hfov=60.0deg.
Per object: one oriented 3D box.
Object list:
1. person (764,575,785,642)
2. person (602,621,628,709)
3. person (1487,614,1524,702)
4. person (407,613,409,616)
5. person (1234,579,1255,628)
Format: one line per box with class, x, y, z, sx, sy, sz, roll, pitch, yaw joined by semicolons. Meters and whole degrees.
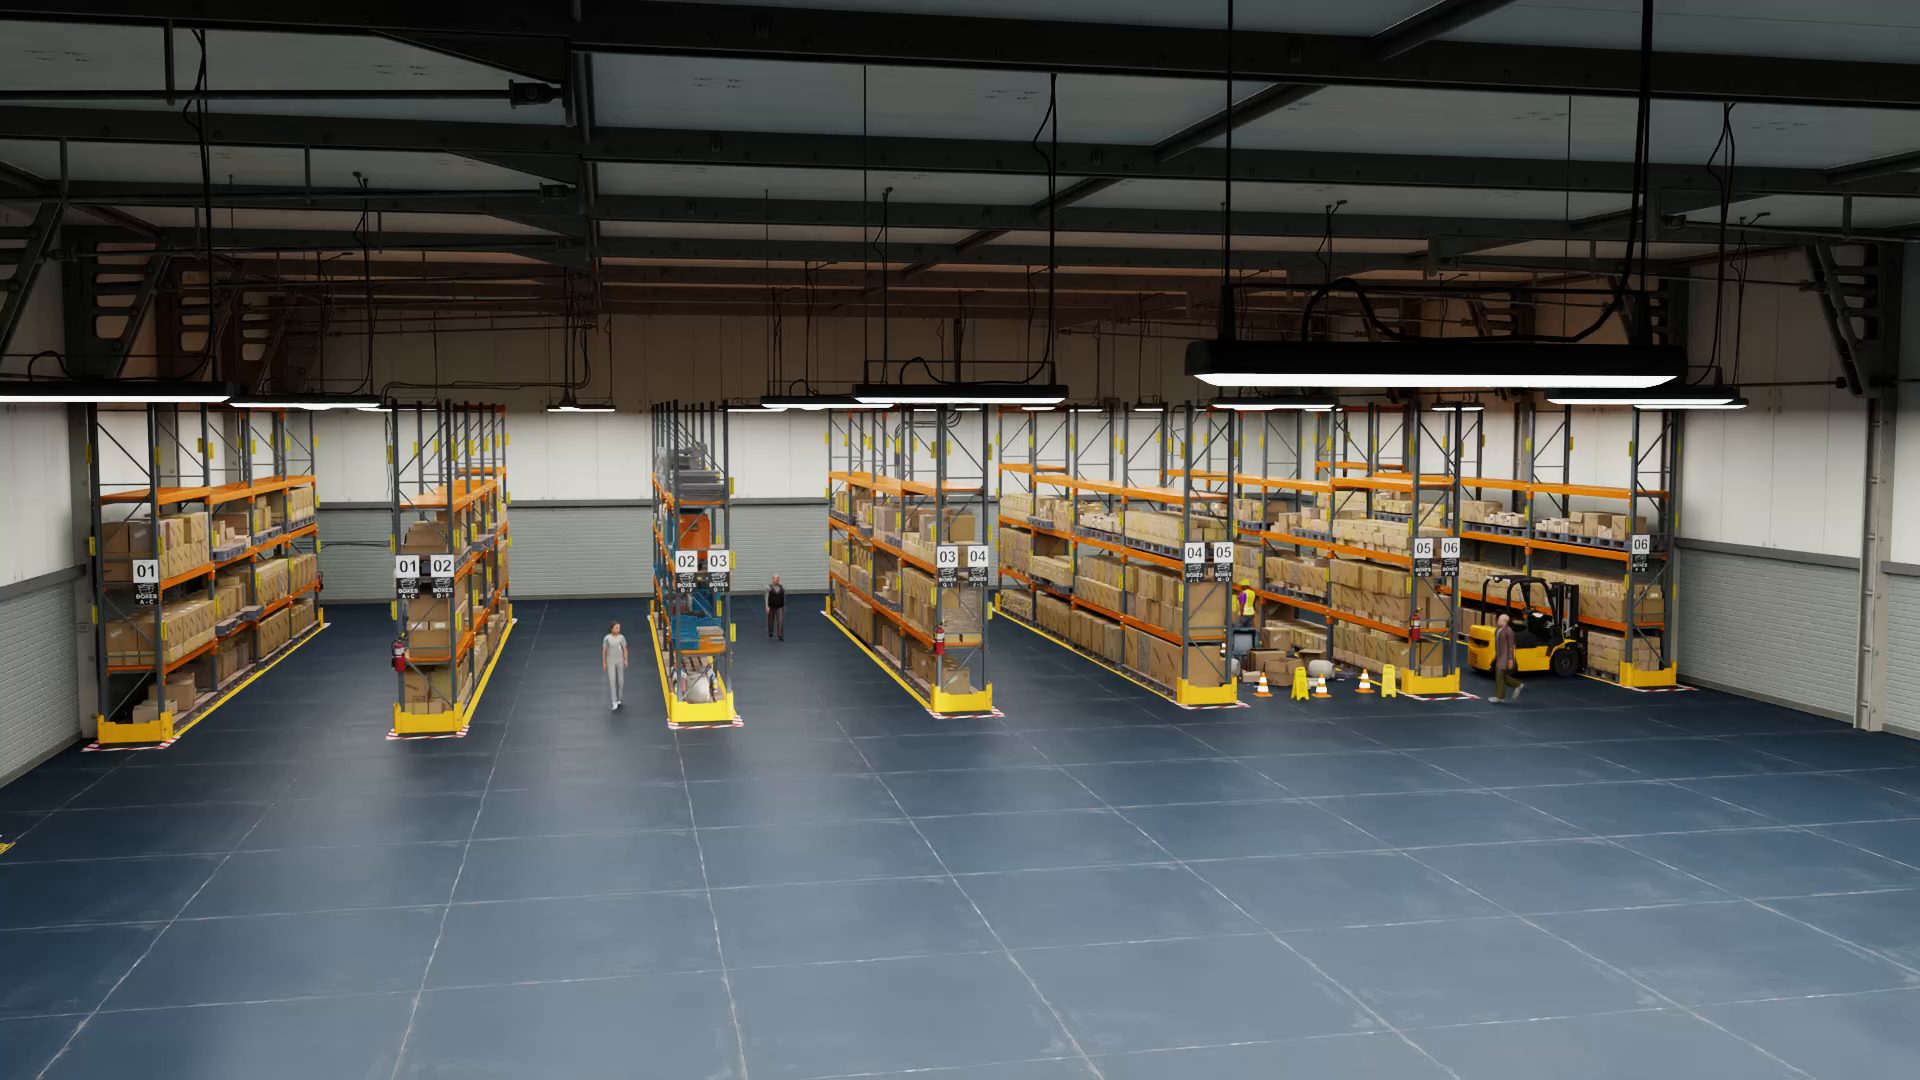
person;-4.678;1.712;42.098;0.564;1.669;1.084;-1;4;-15
person;-6.733;2.448;32.645;0.468;1.667;0.745;-2;5;-26
person;10.885;2.340;33.099;0.837;1.758;0.595;-1;4;-8
person;-15.414;1.355;46.951;0.436;1.684;0.508;-1;4;-12
person;6.883;1.829;40.106;0.612;1.785;0.407;-4;6;-44
